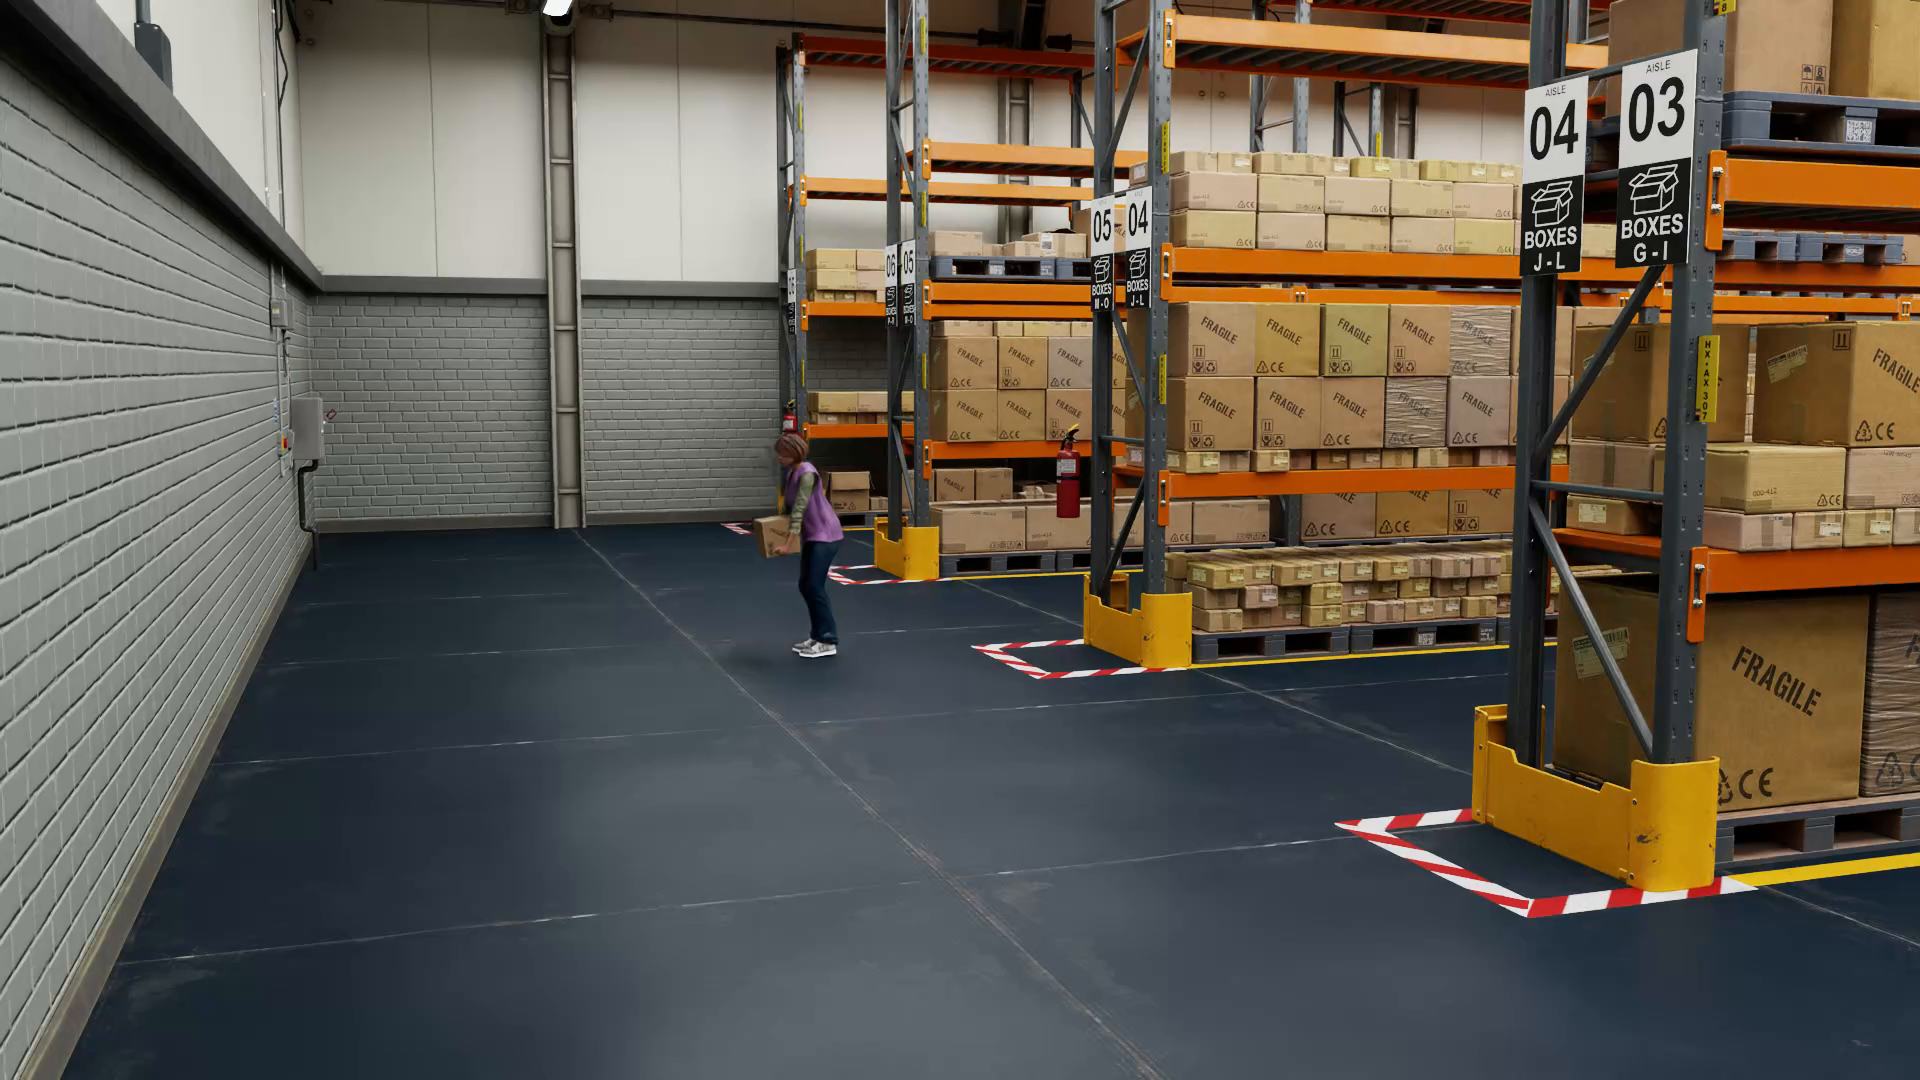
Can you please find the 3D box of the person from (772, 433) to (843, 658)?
[{"bbox_3d":[-1.083,0.043,11.627,0.532,1.547,0.371,-2,6,-20],"label":"person"}]
